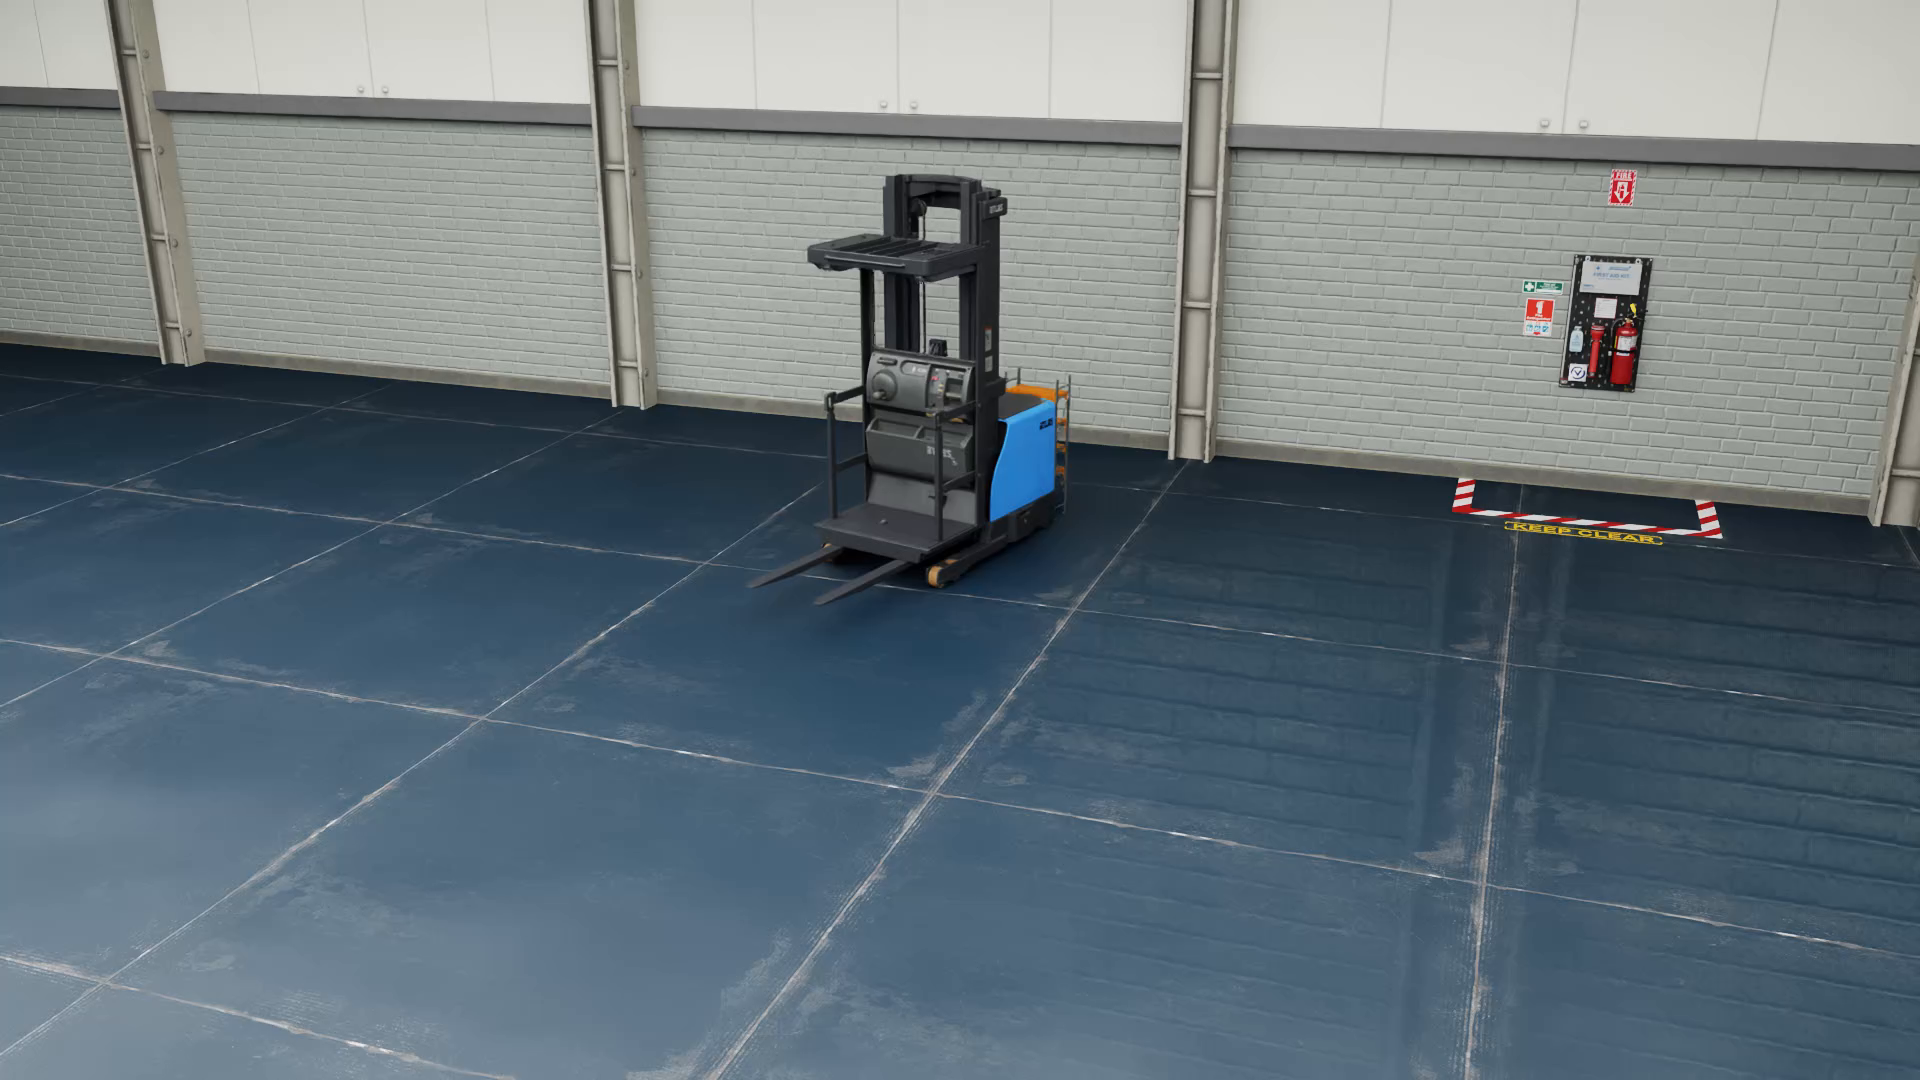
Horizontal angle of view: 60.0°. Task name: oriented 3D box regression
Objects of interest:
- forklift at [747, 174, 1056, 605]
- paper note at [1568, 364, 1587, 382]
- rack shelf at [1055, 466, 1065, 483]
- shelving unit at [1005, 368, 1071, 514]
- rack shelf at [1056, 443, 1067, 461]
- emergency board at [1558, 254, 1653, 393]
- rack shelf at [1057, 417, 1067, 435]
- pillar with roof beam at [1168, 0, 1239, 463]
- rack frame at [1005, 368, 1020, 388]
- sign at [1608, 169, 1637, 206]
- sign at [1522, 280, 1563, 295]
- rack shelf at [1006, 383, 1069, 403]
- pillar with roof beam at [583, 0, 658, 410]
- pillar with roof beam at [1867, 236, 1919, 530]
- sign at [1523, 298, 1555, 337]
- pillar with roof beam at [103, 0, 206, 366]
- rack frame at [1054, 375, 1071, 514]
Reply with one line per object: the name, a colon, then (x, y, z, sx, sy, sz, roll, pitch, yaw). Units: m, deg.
forklift: (-0.429, -1.199, 12.563, 1.130, 2.935, 3.031, 12, 23, 31)
paper note: (5.411, -1.466, 14.564, 0.142, 0.148, 0.016, 7, 20, 18)
rack shelf: (0.635, -0.568, 14.173, 0.480, 0.148, 0.258, 11, 20, 30)
shelving unit: (0.640, -0.822, 14.094, 0.503, 1.200, 0.258, 11, 20, 30)
rack shelf: (0.639, -0.757, 14.114, 0.480, 0.148, 0.258, 11, 20, 30)
emergency board: (5.556, -1.842, 14.302, 0.643, 1.169, 0.194, 7, 20, 18)
rack shelf: (0.644, -0.971, 14.048, 0.480, 0.148, 0.258, 11, 20, 30)
pillar with roof beam: (0.797, -3.705, 10.534, 0.400, 9.000, 9.100, 7, 20, 18)
rack frame: (0.432, -0.864, 14.215, 0.015, 1.200, 0.240, 11, 20, 30)
sign: (5.581, -2.968, 14.012, 0.199, 0.298, 0.001, 7, 20, 18)
sign: (5.069, -2.197, 14.463, 0.331, 0.109, 0.001, 7, 20, 18)
rack shelf: (0.649, -1.197, 13.977, 0.480, 0.148, 0.258, 11, 20, 30)
pillar with roof beam: (-4.870, -4.353, 12.394, 0.400, 9.000, 9.100, 7, 20, 18)
pillar with roof beam: (6.465, -3.057, 8.675, 0.400, 9.000, 9.100, 7, 20, 18)
sign: (5.068, -1.950, 14.560, 0.234, 0.329, 0.001, 7, 20, 18)
pillar with roof beam: (-10.538, -5.001, 14.253, 0.400, 9.000, 9.100, 7, 20, 18)
rack frame: (0.848, -0.779, 13.973, 0.015, 1.200, 0.240, 11, 20, 30)
